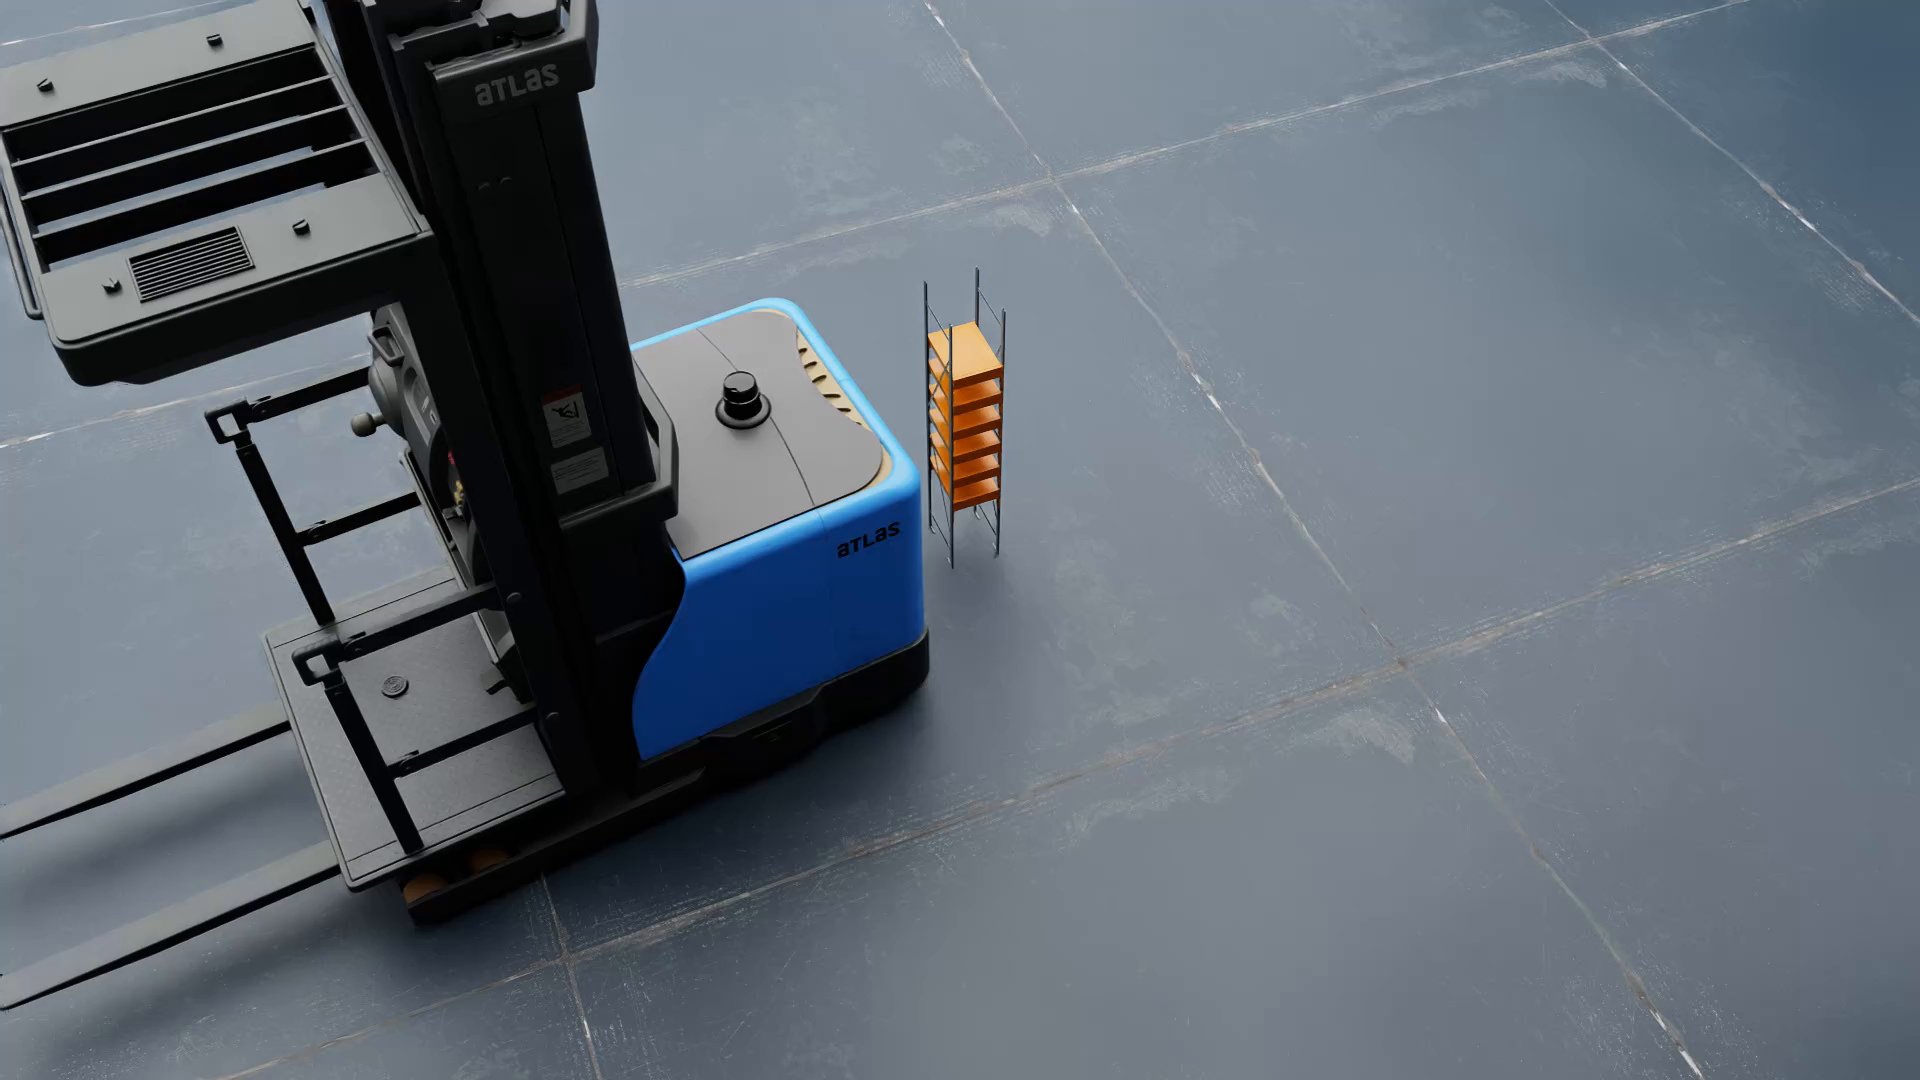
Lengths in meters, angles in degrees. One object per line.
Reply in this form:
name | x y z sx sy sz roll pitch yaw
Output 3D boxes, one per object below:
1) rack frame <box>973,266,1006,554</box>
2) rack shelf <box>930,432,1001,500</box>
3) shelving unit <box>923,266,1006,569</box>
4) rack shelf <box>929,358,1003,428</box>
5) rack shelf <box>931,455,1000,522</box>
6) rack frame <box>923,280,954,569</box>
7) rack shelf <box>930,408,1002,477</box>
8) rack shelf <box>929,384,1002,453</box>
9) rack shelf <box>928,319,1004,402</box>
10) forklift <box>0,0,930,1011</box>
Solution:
rack frame | 0.098 -0.421 5.821 0.006 1.200 0.240 -17 52 -14
rack shelf | 0.013 -0.288 5.923 0.180 0.103 0.258 -17 52 -14
shelving unit | 0.013 -0.395 5.798 0.189 1.200 0.258 -17 52 -14
rack shelf | 0.013 -0.522 5.650 0.180 0.103 0.258 -17 52 -14
rack shelf | 0.013 -0.210 6.014 0.180 0.103 0.258 -17 52 -14
rack frame | -0.071 -0.369 5.776 0.006 1.200 0.240 -17 52 -14
rack shelf | 0.013 -0.366 5.832 0.180 0.103 0.258 -17 52 -14
rack shelf | 0.013 -0.444 5.741 0.180 0.103 0.258 -17 52 -14
rack shelf | 0.013 -0.601 5.559 0.180 0.103 0.258 -17 52 -14
forklift | -1.647 -0.227 4.513 3.031 2.935 1.130 -23 53 -18
